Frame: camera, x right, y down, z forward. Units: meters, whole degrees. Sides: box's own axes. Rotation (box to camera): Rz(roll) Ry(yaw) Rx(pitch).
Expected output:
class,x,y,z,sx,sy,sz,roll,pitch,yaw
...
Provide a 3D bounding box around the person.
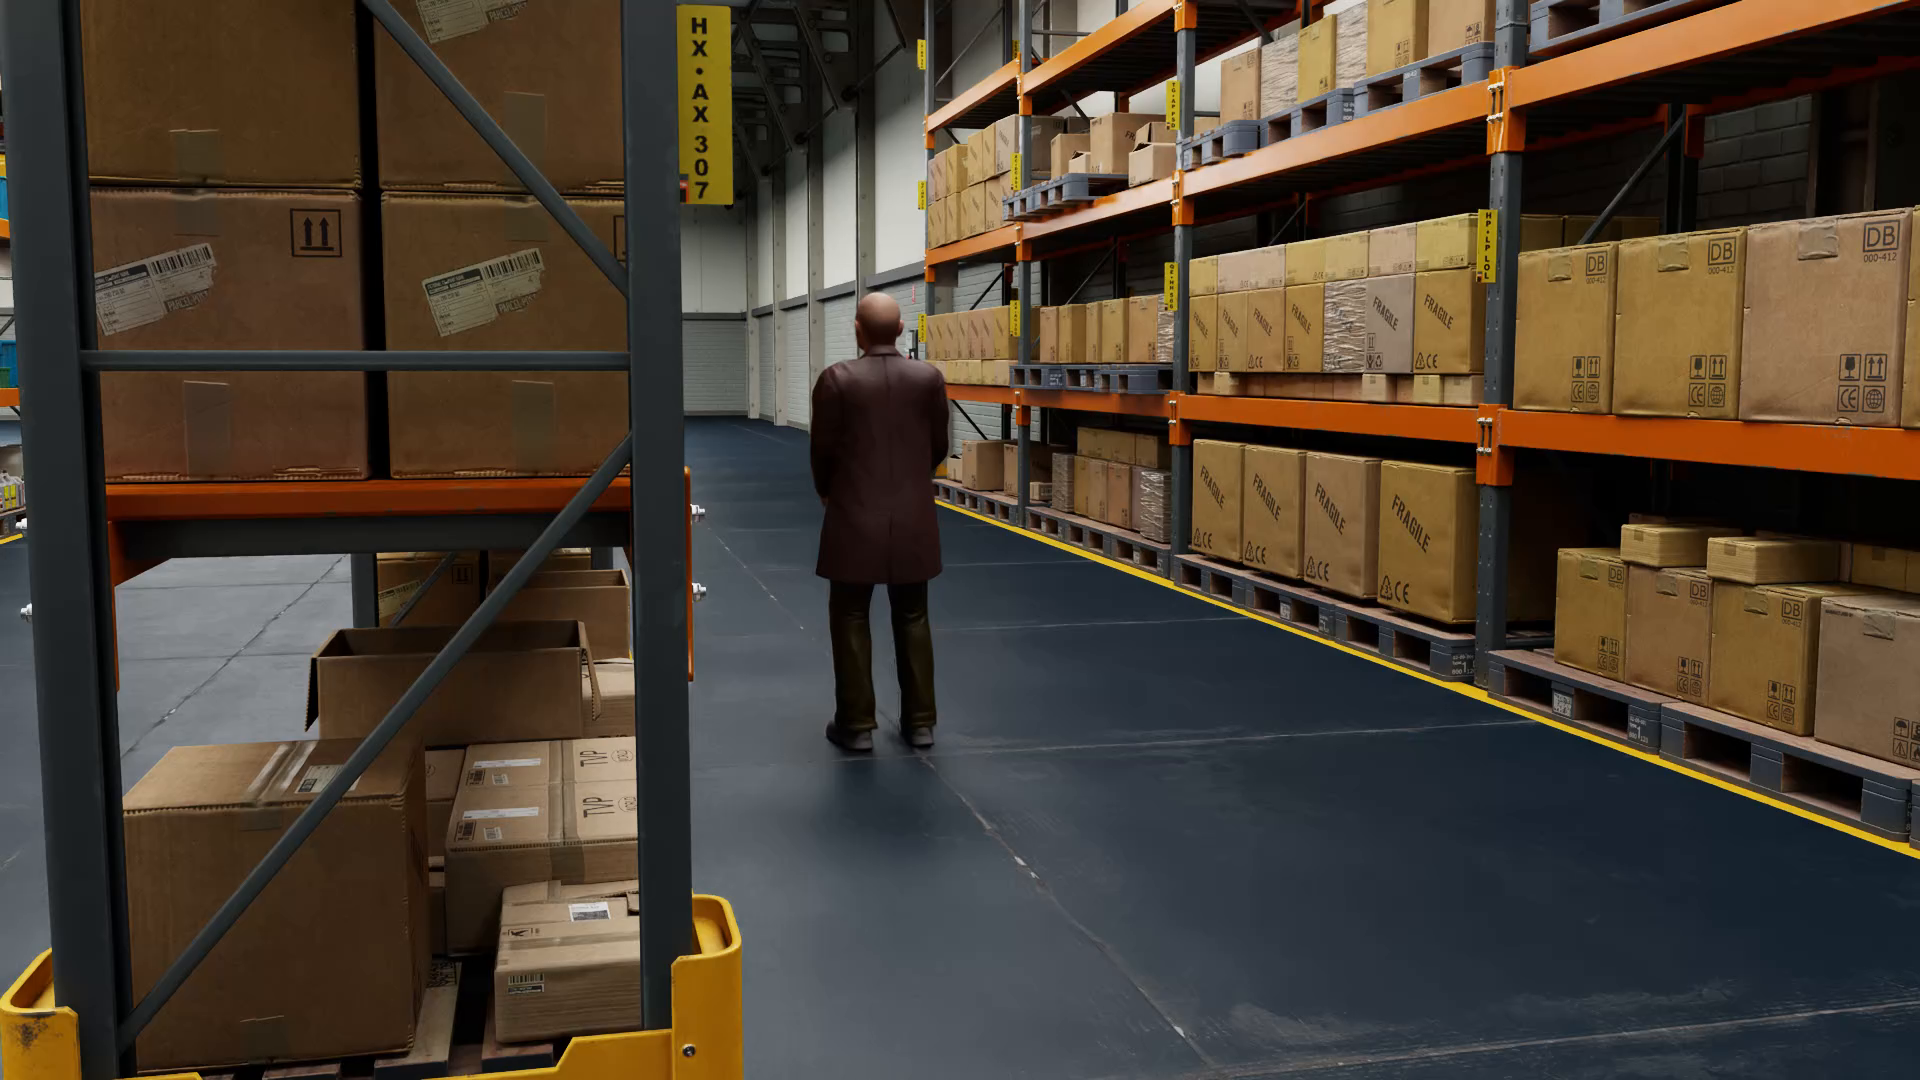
class,x,y,z,sx,sy,sz,roll,pitch,yaw
person,-0.341,-0.083,6.640,0.559,1.781,0.517,-2,6,-17
